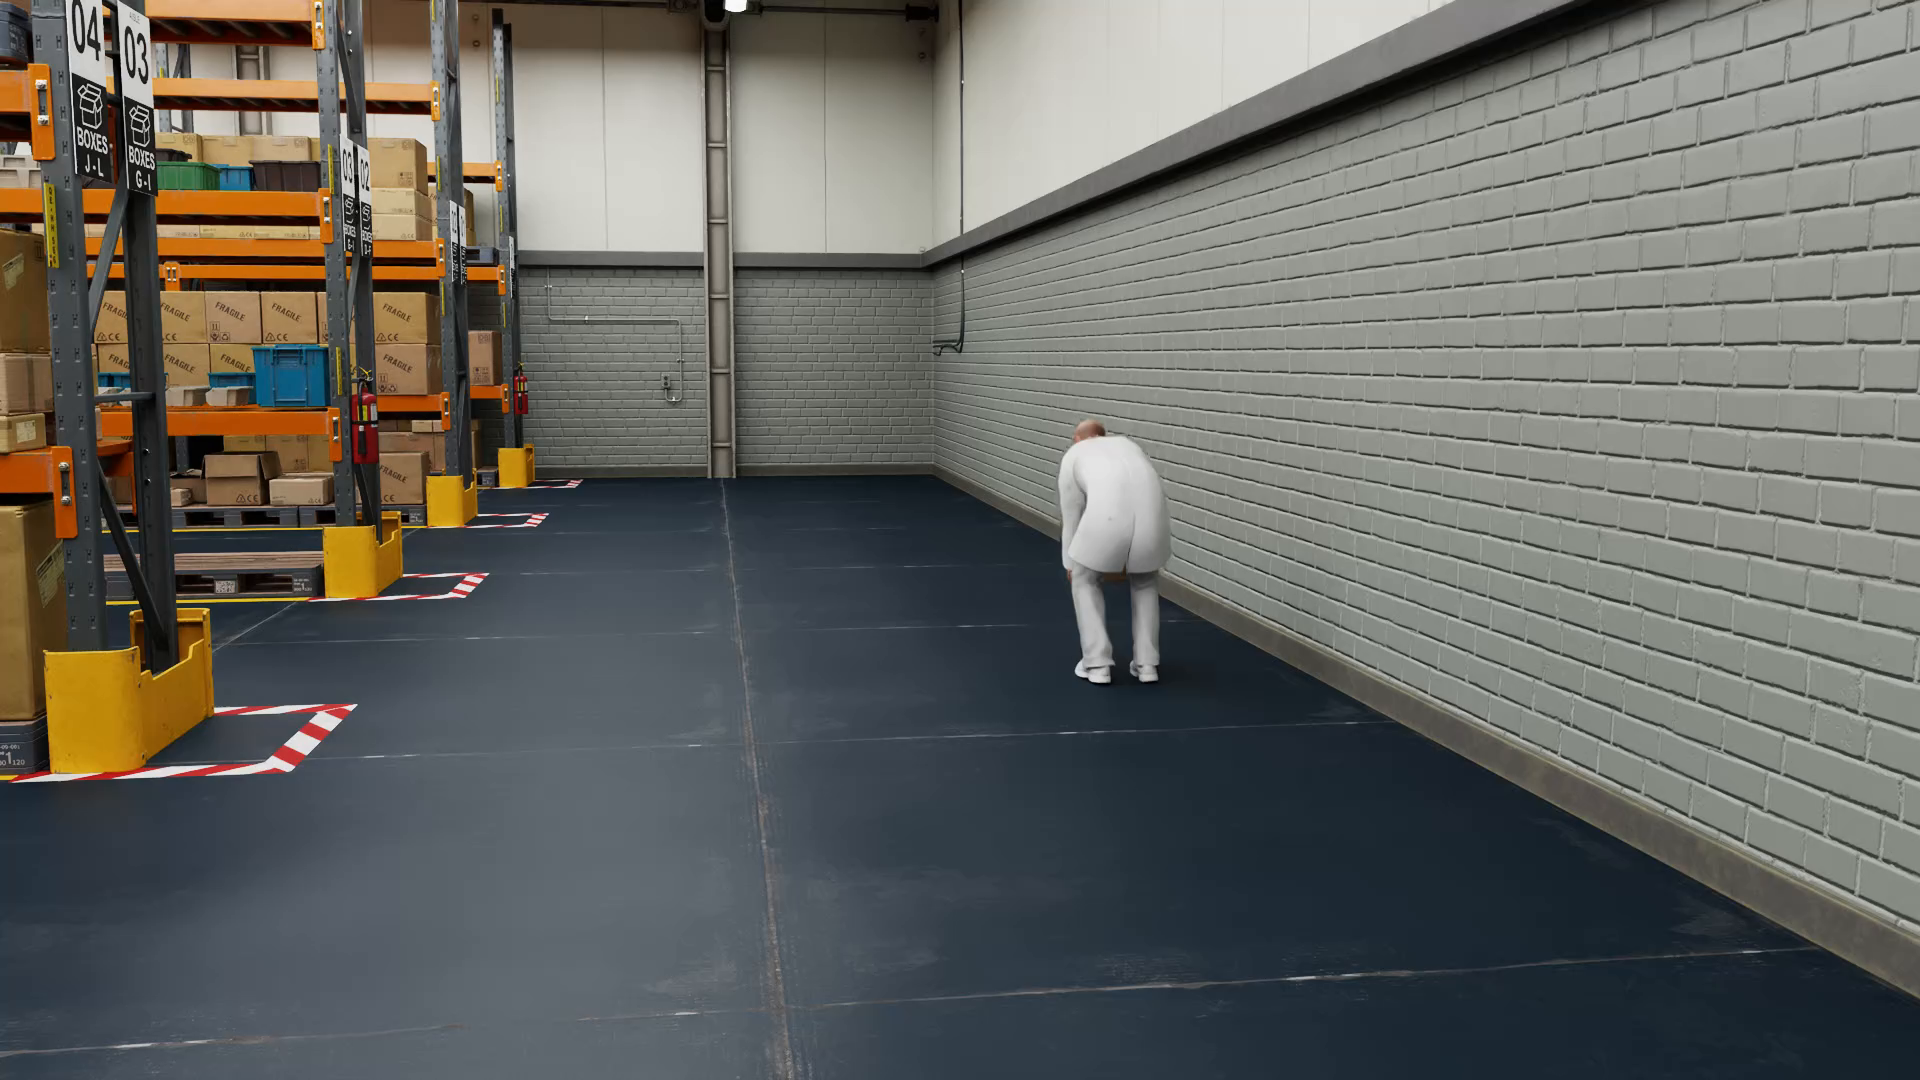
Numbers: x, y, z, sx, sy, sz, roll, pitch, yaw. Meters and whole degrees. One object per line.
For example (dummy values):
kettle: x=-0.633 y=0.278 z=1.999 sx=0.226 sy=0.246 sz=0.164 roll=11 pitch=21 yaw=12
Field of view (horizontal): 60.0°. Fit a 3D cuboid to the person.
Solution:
person: x=0.802 y=0.045 z=8.863 sx=0.567 sy=1.339 sz=0.890 roll=-1 pitch=6 yaw=-11
